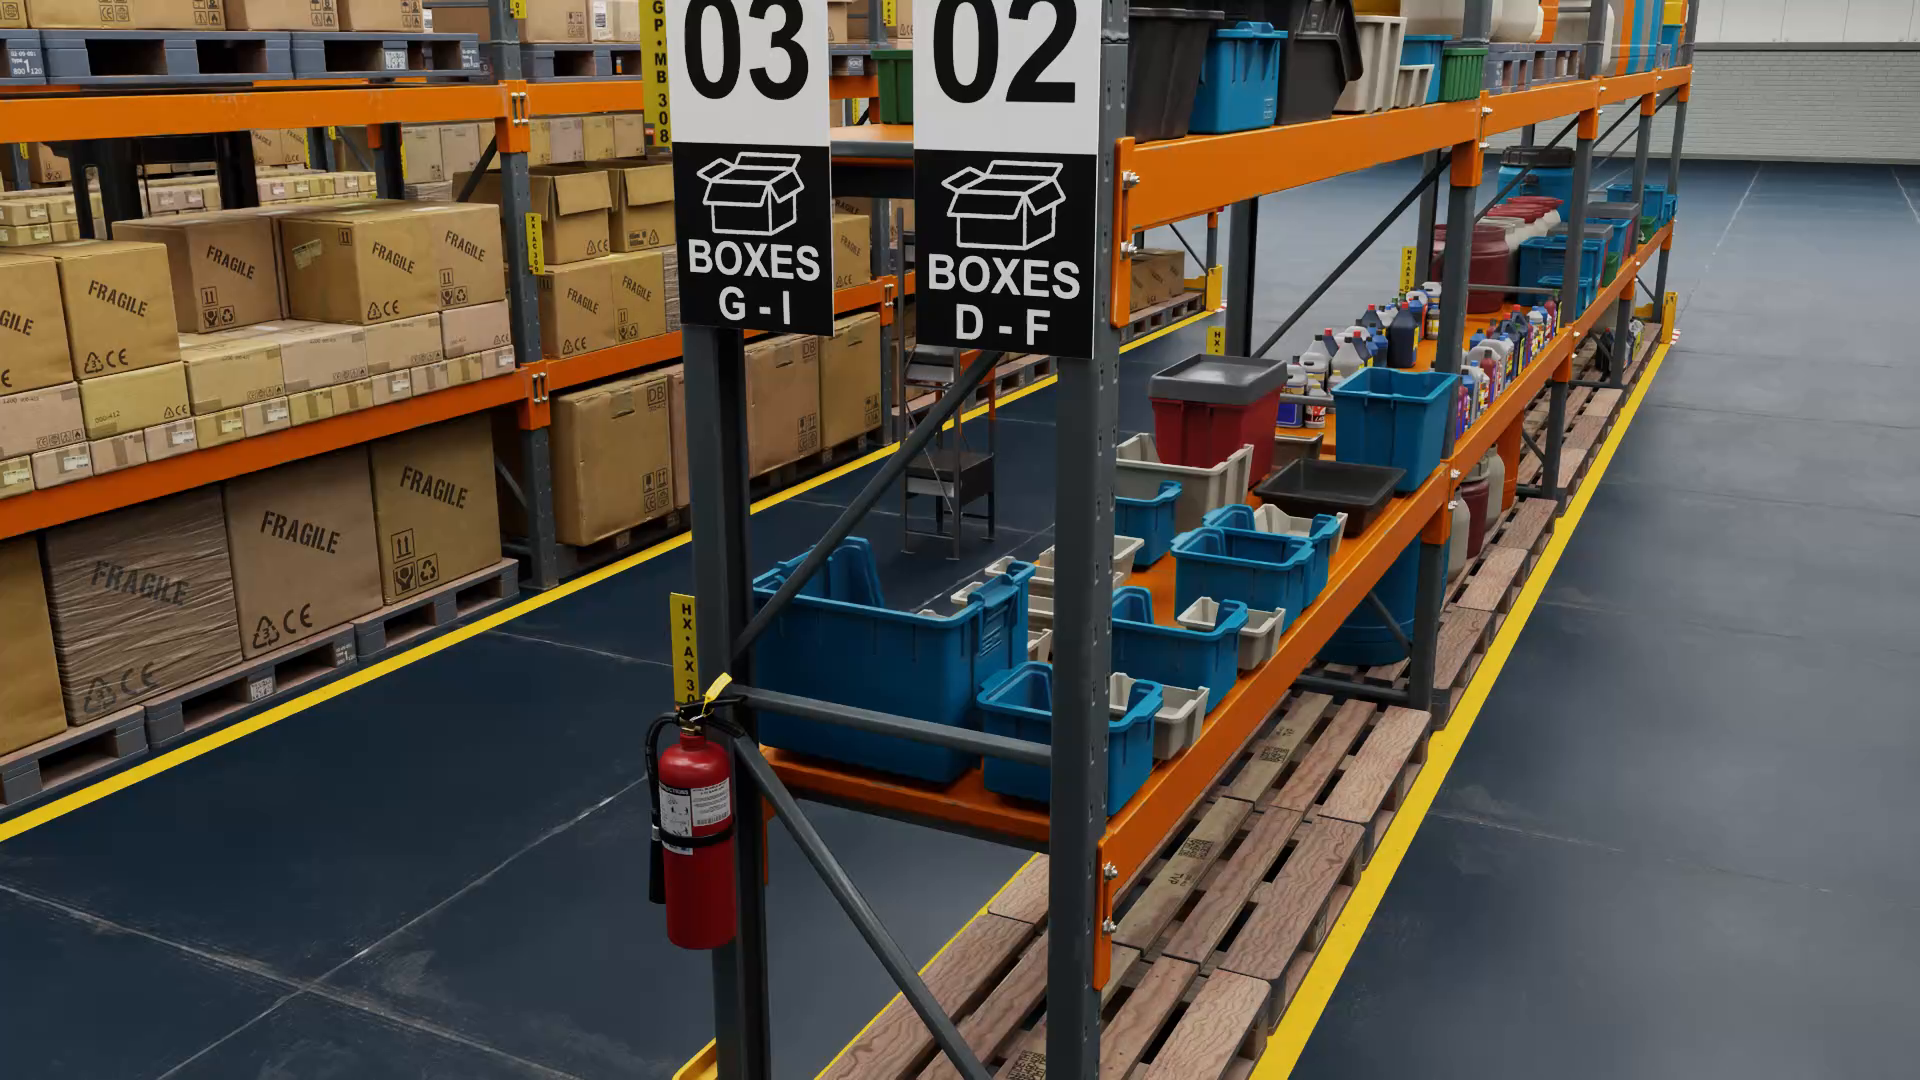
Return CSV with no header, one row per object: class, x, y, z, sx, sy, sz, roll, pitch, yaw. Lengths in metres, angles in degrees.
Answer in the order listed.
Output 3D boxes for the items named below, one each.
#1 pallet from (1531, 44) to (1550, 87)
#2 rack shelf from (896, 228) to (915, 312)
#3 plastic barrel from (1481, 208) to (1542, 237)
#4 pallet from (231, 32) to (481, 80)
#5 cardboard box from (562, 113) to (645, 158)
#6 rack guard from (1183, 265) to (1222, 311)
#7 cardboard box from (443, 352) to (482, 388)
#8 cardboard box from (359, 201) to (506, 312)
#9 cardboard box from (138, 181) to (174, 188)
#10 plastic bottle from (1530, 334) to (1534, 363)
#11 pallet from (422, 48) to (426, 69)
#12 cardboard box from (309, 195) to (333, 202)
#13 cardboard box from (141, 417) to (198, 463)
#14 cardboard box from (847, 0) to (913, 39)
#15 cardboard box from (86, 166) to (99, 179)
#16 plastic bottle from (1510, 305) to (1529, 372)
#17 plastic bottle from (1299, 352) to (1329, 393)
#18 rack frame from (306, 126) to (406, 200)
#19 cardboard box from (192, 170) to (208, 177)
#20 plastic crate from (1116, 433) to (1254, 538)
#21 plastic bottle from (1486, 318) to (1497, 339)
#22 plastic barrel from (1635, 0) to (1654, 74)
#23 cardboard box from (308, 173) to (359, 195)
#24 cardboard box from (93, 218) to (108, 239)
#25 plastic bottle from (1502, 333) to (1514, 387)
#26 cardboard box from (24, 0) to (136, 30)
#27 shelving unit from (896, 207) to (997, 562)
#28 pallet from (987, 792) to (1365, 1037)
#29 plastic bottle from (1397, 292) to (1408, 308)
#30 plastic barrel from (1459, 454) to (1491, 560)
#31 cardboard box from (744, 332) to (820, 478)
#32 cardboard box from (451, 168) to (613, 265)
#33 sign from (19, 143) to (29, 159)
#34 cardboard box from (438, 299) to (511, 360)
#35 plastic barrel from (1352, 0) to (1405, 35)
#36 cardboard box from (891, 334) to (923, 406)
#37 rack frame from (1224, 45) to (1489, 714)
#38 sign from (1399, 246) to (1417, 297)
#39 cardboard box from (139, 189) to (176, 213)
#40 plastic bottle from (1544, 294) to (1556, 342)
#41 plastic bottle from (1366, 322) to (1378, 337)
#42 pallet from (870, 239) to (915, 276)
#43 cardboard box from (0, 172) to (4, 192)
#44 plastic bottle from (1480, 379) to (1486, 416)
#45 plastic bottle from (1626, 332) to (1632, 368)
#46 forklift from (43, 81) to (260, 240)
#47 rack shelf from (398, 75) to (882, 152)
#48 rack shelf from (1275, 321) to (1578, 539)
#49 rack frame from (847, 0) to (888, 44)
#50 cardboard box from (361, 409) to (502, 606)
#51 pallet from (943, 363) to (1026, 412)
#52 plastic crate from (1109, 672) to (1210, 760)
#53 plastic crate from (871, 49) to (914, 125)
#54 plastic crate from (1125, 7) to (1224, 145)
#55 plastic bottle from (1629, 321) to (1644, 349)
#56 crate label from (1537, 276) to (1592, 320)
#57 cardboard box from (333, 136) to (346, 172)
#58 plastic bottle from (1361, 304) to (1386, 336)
pallet,2.406,-2.435,8.517,1.003,0.211,1.213,8,18,25
rack shelf,-0.074,-1.622,9.888,0.431,0.518,0.480,8,18,25
plastic barrel,4.068,-2.176,12.344,0.433,0.535,0.433,0,17,0
pallet,-3.167,-2.405,8.239,1.003,0.211,1.213,8,18,25
cardboard box,-3.826,-4.311,17.838,0.700,0.500,0.500,8,18,24
rack guard,2.536,-3.055,19.933,1.175,0.500,0.348,8,18,25
cardboard box,-2.751,-0.911,8.764,0.380,0.149,0.250,8,19,26
cardboard box,-2.759,-1.495,8.714,0.500,0.500,0.500,9,19,27
cardboard box,-6.478,-2.767,13.230,0.380,0.149,0.250,8,18,25
plastic bottle,3.151,-1.093,9.285,0.097,0.201,0.097,0,17,0
pallet,-5.157,-4.410,15.167,1.213,0.211,1.003,9,19,28
cardboard box,-5.444,-2.796,13.851,0.380,0.149,0.250,9,19,27
cardboard box,-3.554,-0.453,7.223,0.380,0.149,0.250,8,18,25
cardboard box,-0.565,-4.048,12.562,0.500,0.500,0.500,8,18,26
cardboard box,-9.236,-4.107,17.647,0.500,0.500,0.500,9,19,28
plastic bottle,3.008,-1.098,9.038,0.144,0.351,0.185,8,18,25
plastic bottle,1.689,-0.761,8.037,0.152,0.276,0.135,8,18,25
rack frame,-5.397,-2.892,14.993,1.000,3.000,0.127,8,18,25
cardboard box,-8.745,-4.117,18.822,0.380,0.149,0.250,7,18,23
plastic crate,0.791,-0.193,6.007,0.437,0.282,0.530,8,18,25
plastic bottle,2.905,-1.072,9.070,0.061,0.283,0.133,8,18,25
plastic barrel,4.888,-3.978,12.502,0.600,0.901,0.600,0,17,0
cardboard box,-5.320,-3.011,14.053,0.380,0.149,0.250,8,18,25
cardboard box,-6.368,-2.270,12.081,0.380,0.149,0.250,9,19,27
plastic bottle,2.823,-0.940,8.646,0.097,0.271,0.097,0,17,0
cardboard box,-3.848,-2.338,6.769,0.700,0.500,0.500,7,18,22
shelving unit,-0.074,-0.964,10.083,0.431,2.100,0.503,8,18,25
pallet,0.801,1.255,5.929,1.003,0.211,1.213,8,18,25
plastic bottle,2.636,-1.334,9.952,0.061,0.283,0.133,8,18,25
plastic barrel,2.718,-0.236,9.548,0.600,0.588,0.708,8,18,25
cardboard box,-1.737,-1.019,11.680,1.225,0.875,0.875,8,18,26
cardboard box,-2.514,-1.909,9.745,0.797,0.503,0.637,8,18,24
sign,-9.373,-3.981,16.626,0.100,0.325,0.005,8,18,25
cardboard box,-2.755,-1.141,8.839,0.500,0.250,0.500,8,18,24
plastic barrel,1.865,-2.574,7.585,0.600,0.588,0.600,0,17,0
cardboard box,-0.724,-1.421,13.658,0.700,0.500,0.500,7,18,22
rack frame,1.639,-0.586,7.229,1.000,3.000,0.127,8,18,25
sign,2.931,-1.751,10.866,0.100,0.325,0.005,8,18,25
cardboard box,-6.133,-2.546,12.488,0.380,0.149,0.250,8,18,25
plastic bottle,3.524,-1.333,9.949,0.061,0.283,0.133,8,18,25
plastic bottle,2.219,-1.040,8.984,0.097,0.271,0.097,0,17,0
pallet,-0.782,-2.338,13.465,1.213,0.211,1.003,8,18,25
cardboard box,-9.860,-3.508,16.452,0.500,0.250,0.500,8,18,25
plastic bottle,2.470,-0.704,7.976,0.097,0.201,0.097,0,17,0
plastic bottle,5.945,-1.718,14.919,0.144,0.351,0.185,9,19,27
forklift,-5.239,-1.679,11.030,1.130,2.935,3.031,-13,21,-38
rack shelf,-1.899,-2.819,10.742,1.077,0.370,4.000,8,18,25
rack shelf,2.532,-0.751,9.047,1.077,0.370,4.000,8,18,25
rack frame,-1.005,-5.111,11.927,1.000,3.000,0.127,8,18,25
cardboard box,-3.159,-0.241,9.062,0.875,0.875,0.875,8,18,25
pallet,-0.108,-1.407,14.890,1.003,0.211,1.213,8,18,25
plastic crate,0.473,0.438,4.138,0.250,0.136,0.298,8,18,25
plastic crate,0.036,-1.191,4.370,0.450,0.188,0.336,8,18,25
plastic crate,0.273,-1.005,3.601,0.497,0.269,0.590,8,18,25
plastic bottle,6.435,-1.964,15.878,0.152,0.276,0.135,8,18,26
crate label,3.949,-1.584,10.884,0.303,0.233,0.416,8,18,25
cardboard box,-7.637,-4.782,20.658,0.500,0.500,0.500,8,18,25
plastic bottle,2.249,-1.119,9.110,0.144,0.351,0.185,8,18,25
